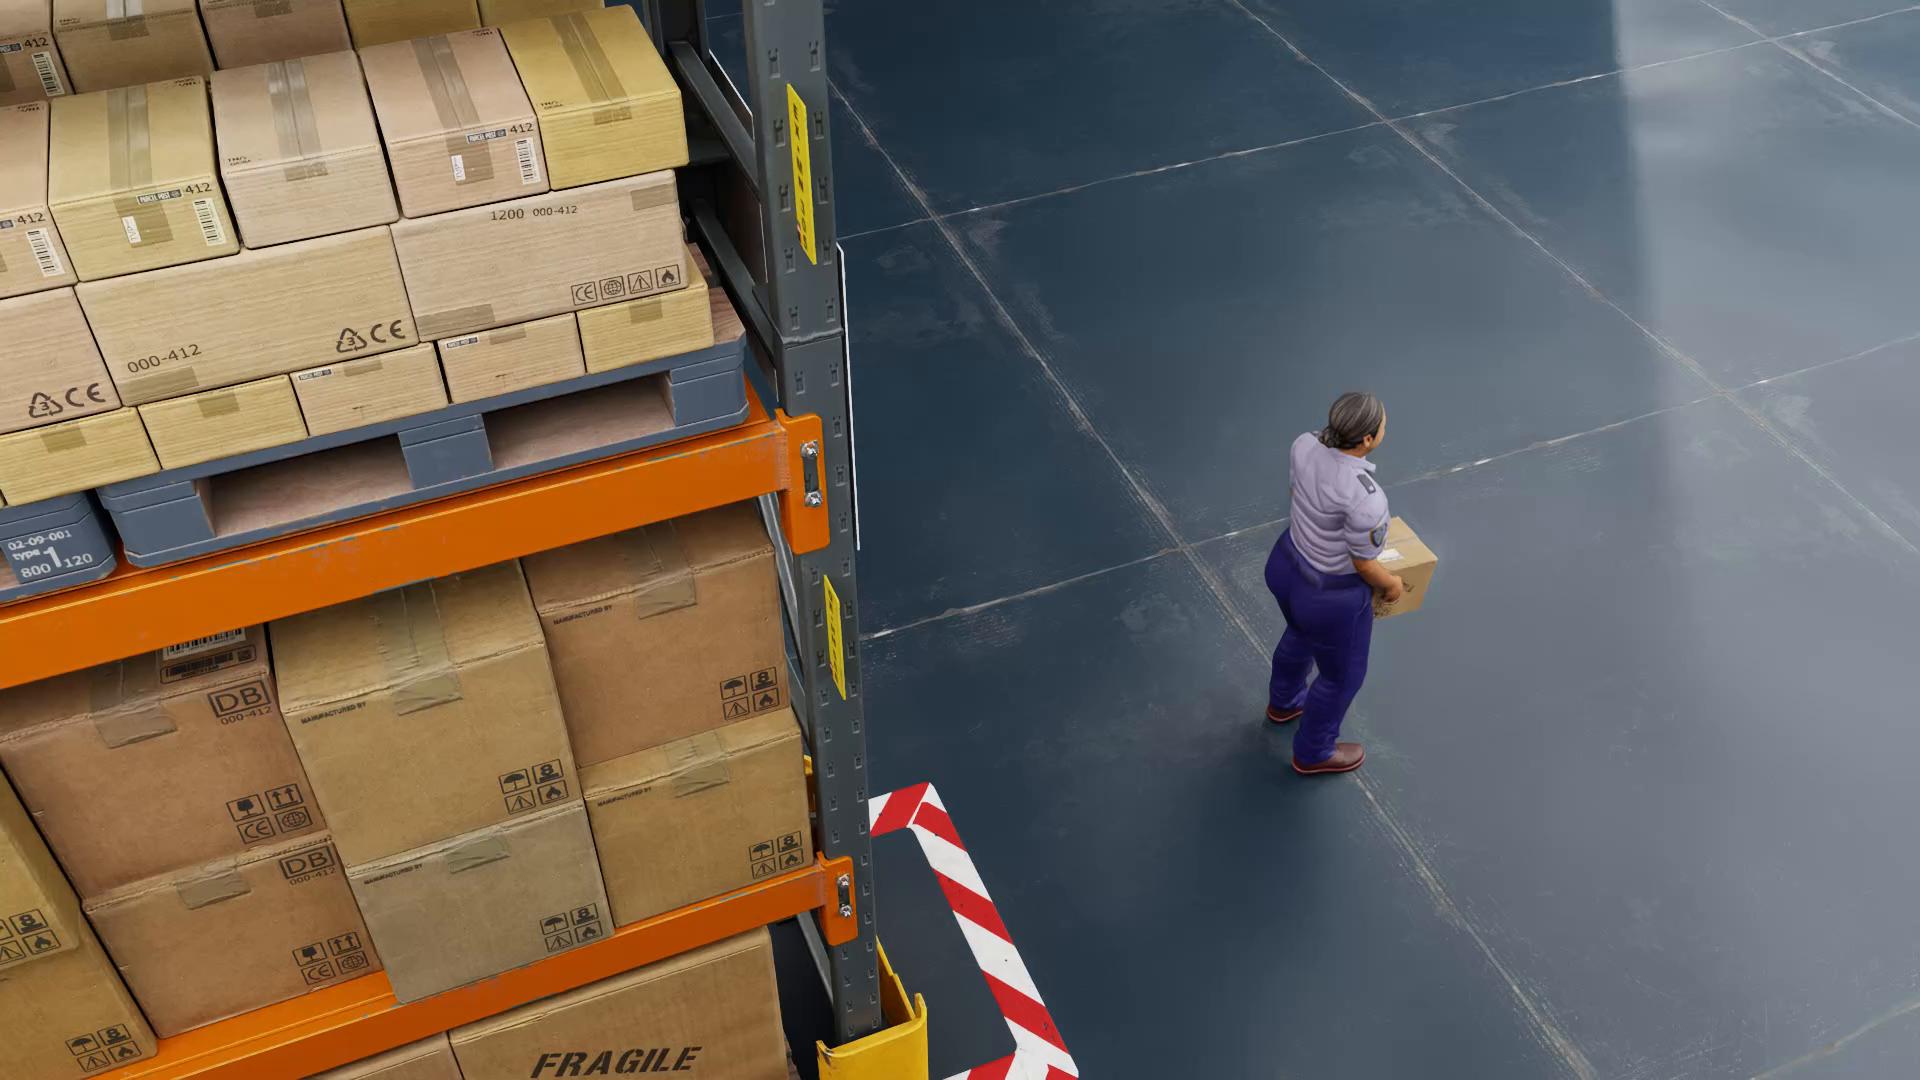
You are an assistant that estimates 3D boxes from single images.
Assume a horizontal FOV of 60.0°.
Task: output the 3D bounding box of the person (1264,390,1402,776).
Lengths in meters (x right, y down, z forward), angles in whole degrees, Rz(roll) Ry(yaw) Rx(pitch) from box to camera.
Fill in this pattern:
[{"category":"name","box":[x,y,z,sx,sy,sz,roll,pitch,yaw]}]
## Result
[{"category":"person","box":[1.348,0.141,6.006,0.423,1.656,0.503,-16,44,-17]}]
